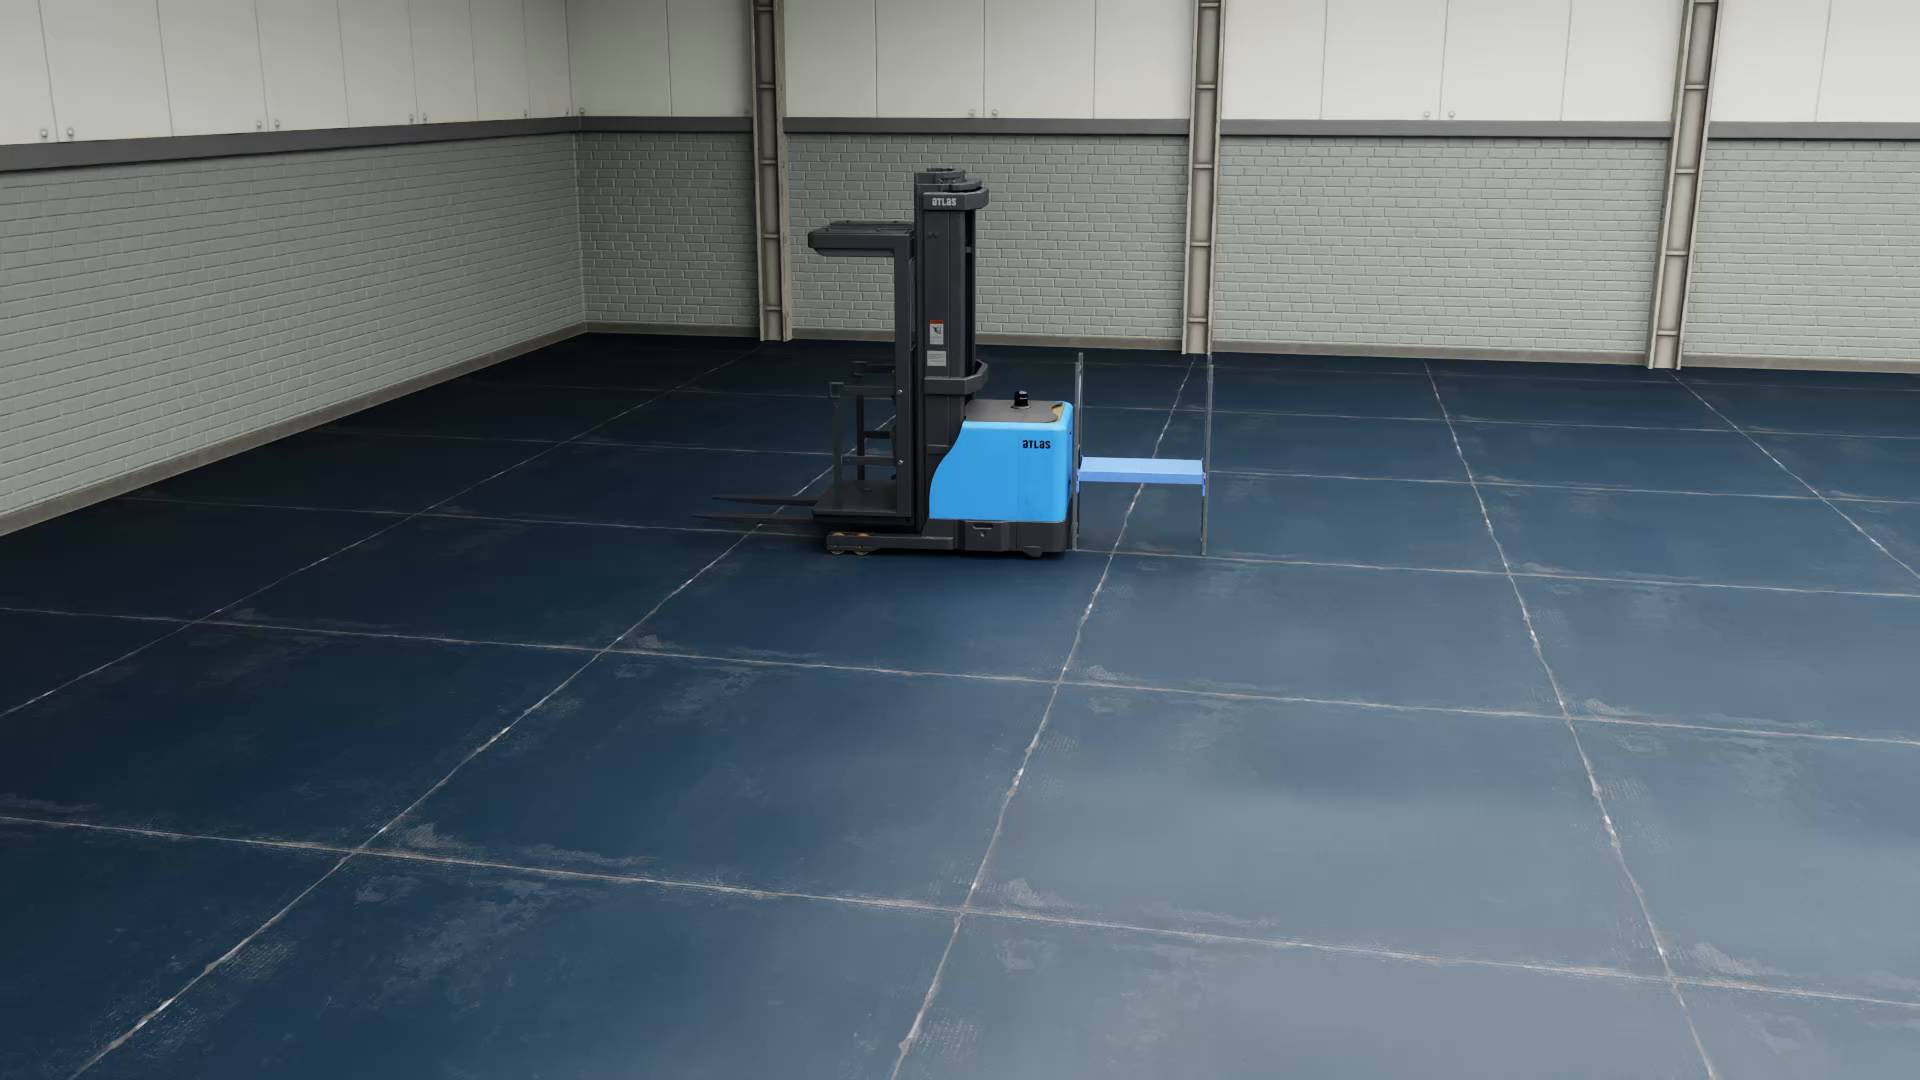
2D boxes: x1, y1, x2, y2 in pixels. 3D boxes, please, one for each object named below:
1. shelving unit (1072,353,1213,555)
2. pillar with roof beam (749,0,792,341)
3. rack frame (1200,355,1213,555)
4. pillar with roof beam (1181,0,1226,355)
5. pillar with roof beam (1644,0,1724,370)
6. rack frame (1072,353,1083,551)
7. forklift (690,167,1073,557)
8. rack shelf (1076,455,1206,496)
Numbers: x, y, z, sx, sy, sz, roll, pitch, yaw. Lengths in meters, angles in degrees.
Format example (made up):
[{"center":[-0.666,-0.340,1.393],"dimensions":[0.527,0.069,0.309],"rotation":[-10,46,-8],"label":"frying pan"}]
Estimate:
[{"center":[1.439,-0.687,13.163],"dimensions":[1.048,1.500,0.538],"rotation":[2,16,7],"label":"shelving unit"},{"center":[-3.498,-6.095,18.638],"dimensions":[0.400,9.000,9.100],"rotation":[3,16,11],"label":"pillar with roof beam"},{"center":[1.943,-0.670,13.103],"dimensions":[0.032,1.500,0.500],"rotation":[2,16,7],"label":"rack frame"},{"center":[2.382,-5.776,17.486],"dimensions":[0.400,9.000,9.100],"rotation":[3,16,11],"label":"pillar with roof beam"},{"center":[8.262,-5.457,16.334],"dimensions":[0.400,9.000,9.100],"rotation":[3,16,11],"label":"pillar with roof beam"},{"center":[0.934,-0.704,13.222],"dimensions":[0.032,1.500,0.500],"rotation":[2,16,7],"label":"rack frame"},{"center":[-0.626,-1.433,13.175],"dimensions":[3.031,2.935,1.130],"rotation":[2,16,7],"label":"forklift"},{"center":[1.439,-0.514,13.211],"dimensions":[1.000,0.185,0.538],"rotation":[2,16,7],"label":"rack shelf"}]
